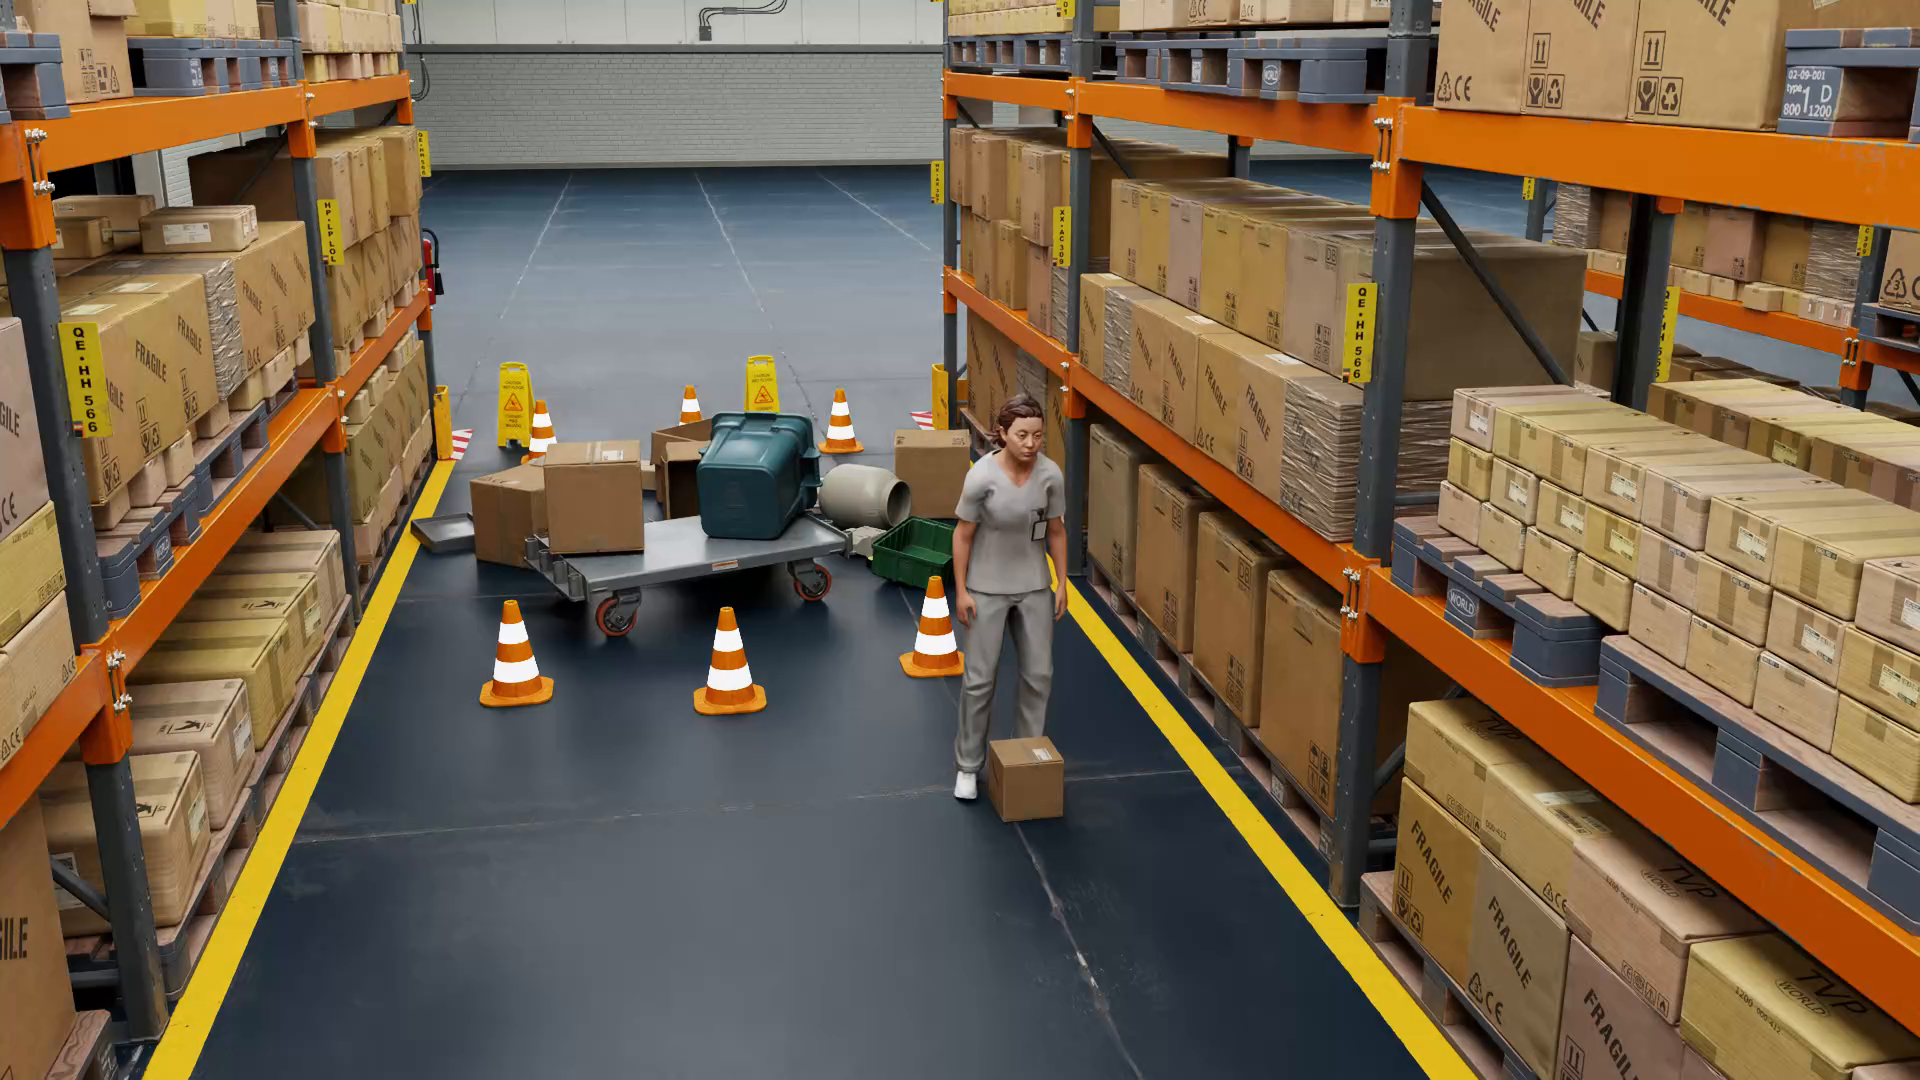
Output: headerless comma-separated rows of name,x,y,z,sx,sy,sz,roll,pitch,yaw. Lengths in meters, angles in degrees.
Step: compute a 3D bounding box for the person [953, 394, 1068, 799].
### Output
person,0.201,0.221,6.794,0.514,1.671,0.362,-4,17,-14
